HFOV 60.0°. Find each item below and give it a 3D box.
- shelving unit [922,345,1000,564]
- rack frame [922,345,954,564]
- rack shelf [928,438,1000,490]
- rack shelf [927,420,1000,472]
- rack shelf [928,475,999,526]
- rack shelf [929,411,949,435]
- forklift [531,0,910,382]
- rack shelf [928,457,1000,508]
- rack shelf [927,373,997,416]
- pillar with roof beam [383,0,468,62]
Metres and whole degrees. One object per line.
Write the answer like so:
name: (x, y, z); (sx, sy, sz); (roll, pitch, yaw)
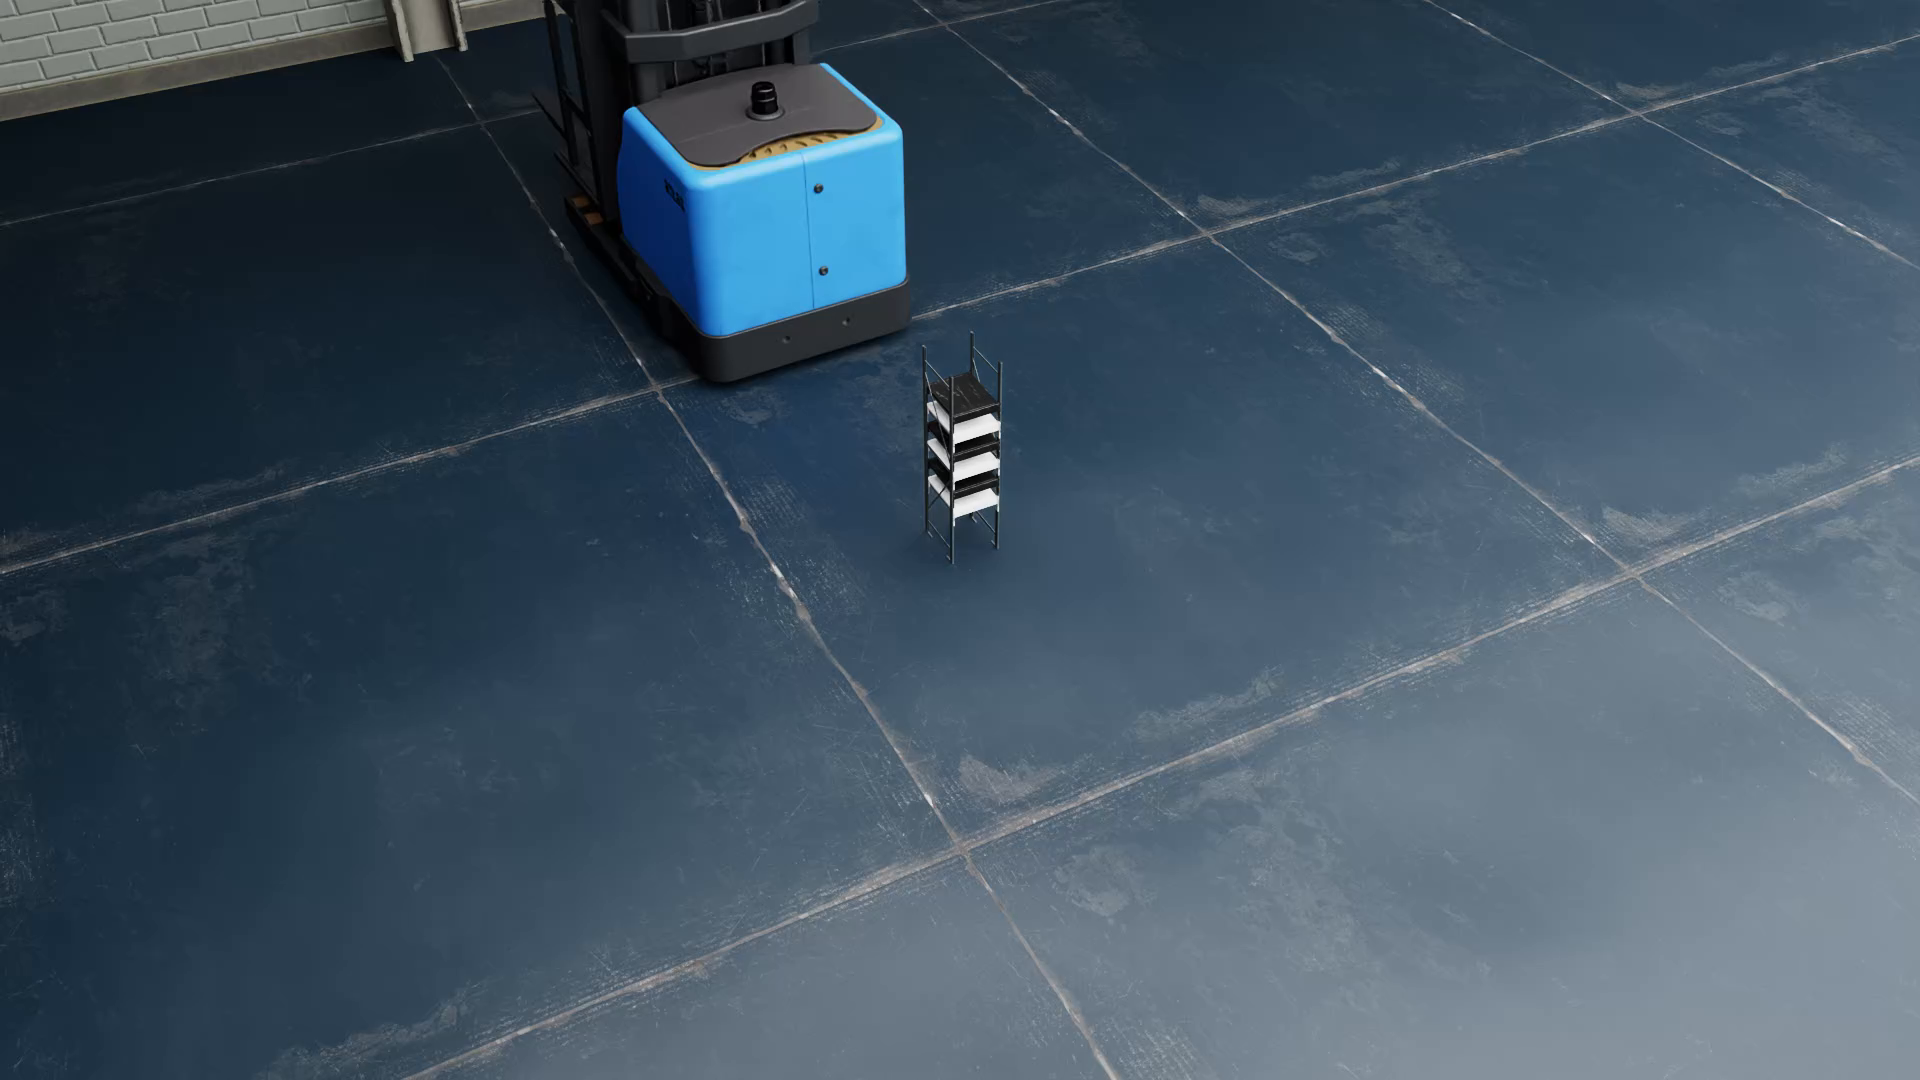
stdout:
shelving unit: (0.005, -0.345, 6.461); (0.205, 0.900, 0.258); (-19, 44, -21)
rack frame: (-0.083, -0.316, 6.426); (0.006, 0.900, 0.240); (-19, 44, -21)
rack shelf: (0.007, -0.320, 6.484); (0.200, 0.077, 0.258); (-19, 44, -21)
rack shelf: (0.007, -0.389, 6.425); (0.200, 0.077, 0.258); (-19, 44, -21)
rack shelf: (0.007, -0.183, 6.600); (0.200, 0.077, 0.258); (-19, 44, -21)
rack shelf: (0.007, -0.469, 6.358); (0.184, 0.015, 0.199); (-19, 44, -21)
forklift: (-1.397, -2.741, 7.768); (1.129, 2.867, 3.031); (-20, 44, -22)
rack shelf: (0.007, -0.252, 6.542); (0.200, 0.077, 0.258); (-19, 44, -21)
rack shelf: (0.007, -0.542, 6.296); (0.190, 0.026, 0.221); (-19, 44, -21)
pillar with roof beam: (-1.320, -4.052, 4.571); (0.400, 9.000, 9.100); (-19, 44, -21)
